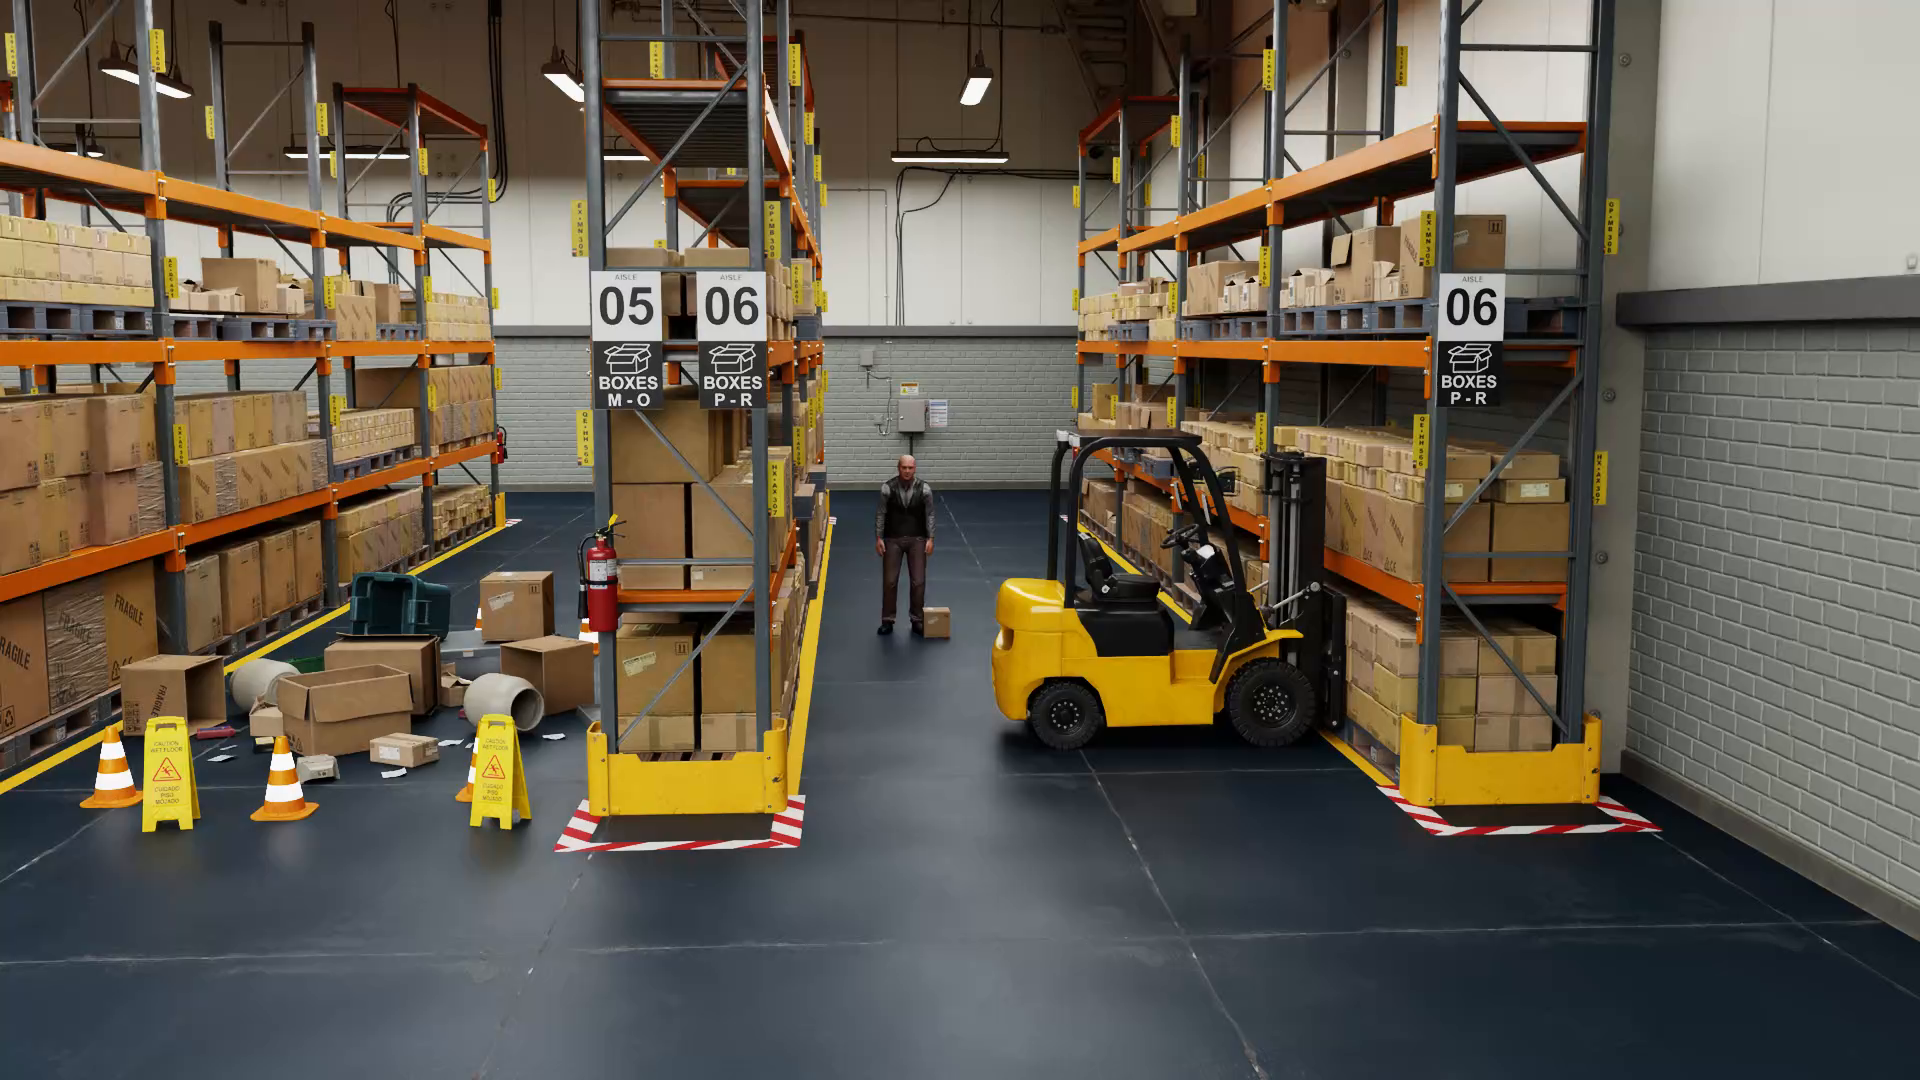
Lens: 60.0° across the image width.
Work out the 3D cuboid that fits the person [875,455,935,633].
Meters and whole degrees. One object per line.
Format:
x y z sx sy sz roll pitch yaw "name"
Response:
-0.532 0.029 16.101 0.579 1.720 0.420 0 7 -4 "person"
